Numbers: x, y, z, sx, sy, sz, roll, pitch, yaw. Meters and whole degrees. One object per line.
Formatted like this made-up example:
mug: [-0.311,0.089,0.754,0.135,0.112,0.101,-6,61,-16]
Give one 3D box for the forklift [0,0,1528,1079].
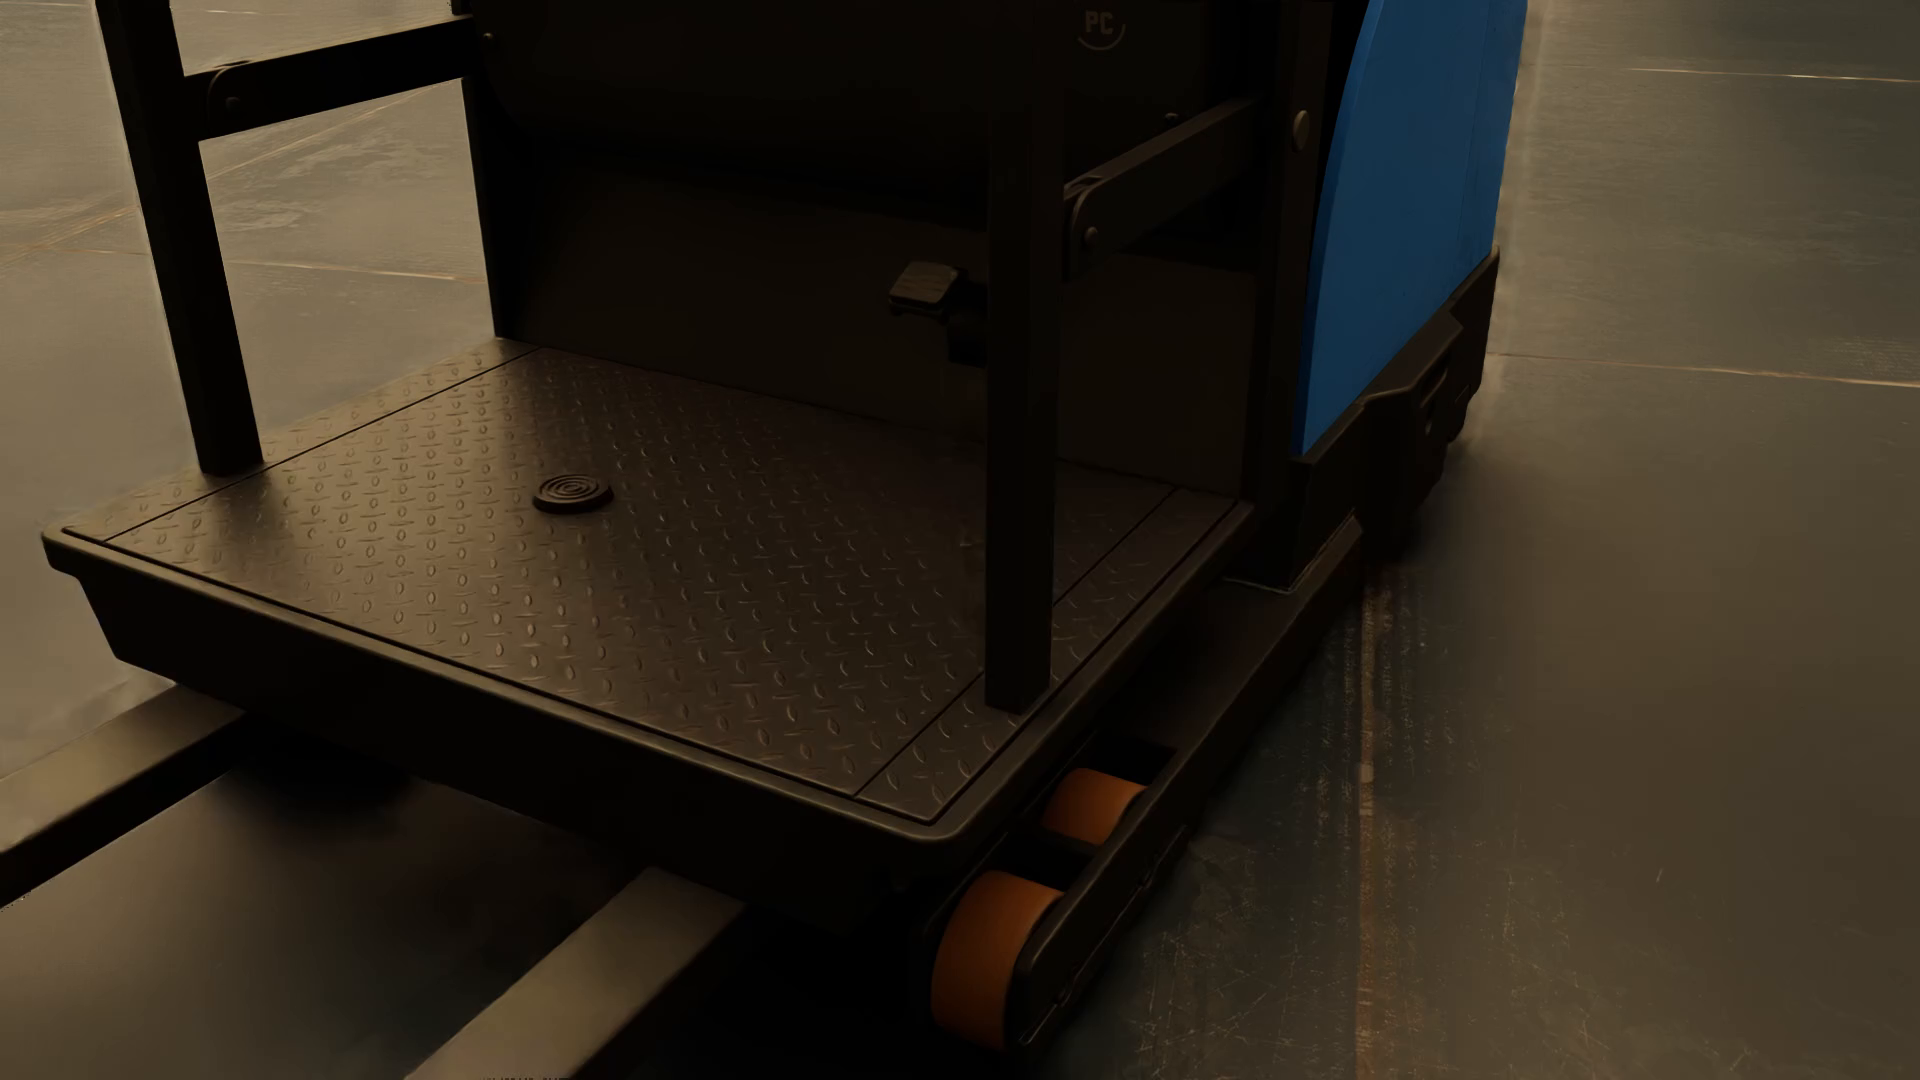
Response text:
forklift: [-0.255,-1.064,1.356,1.130,2.935,3.031,14,30,26]
